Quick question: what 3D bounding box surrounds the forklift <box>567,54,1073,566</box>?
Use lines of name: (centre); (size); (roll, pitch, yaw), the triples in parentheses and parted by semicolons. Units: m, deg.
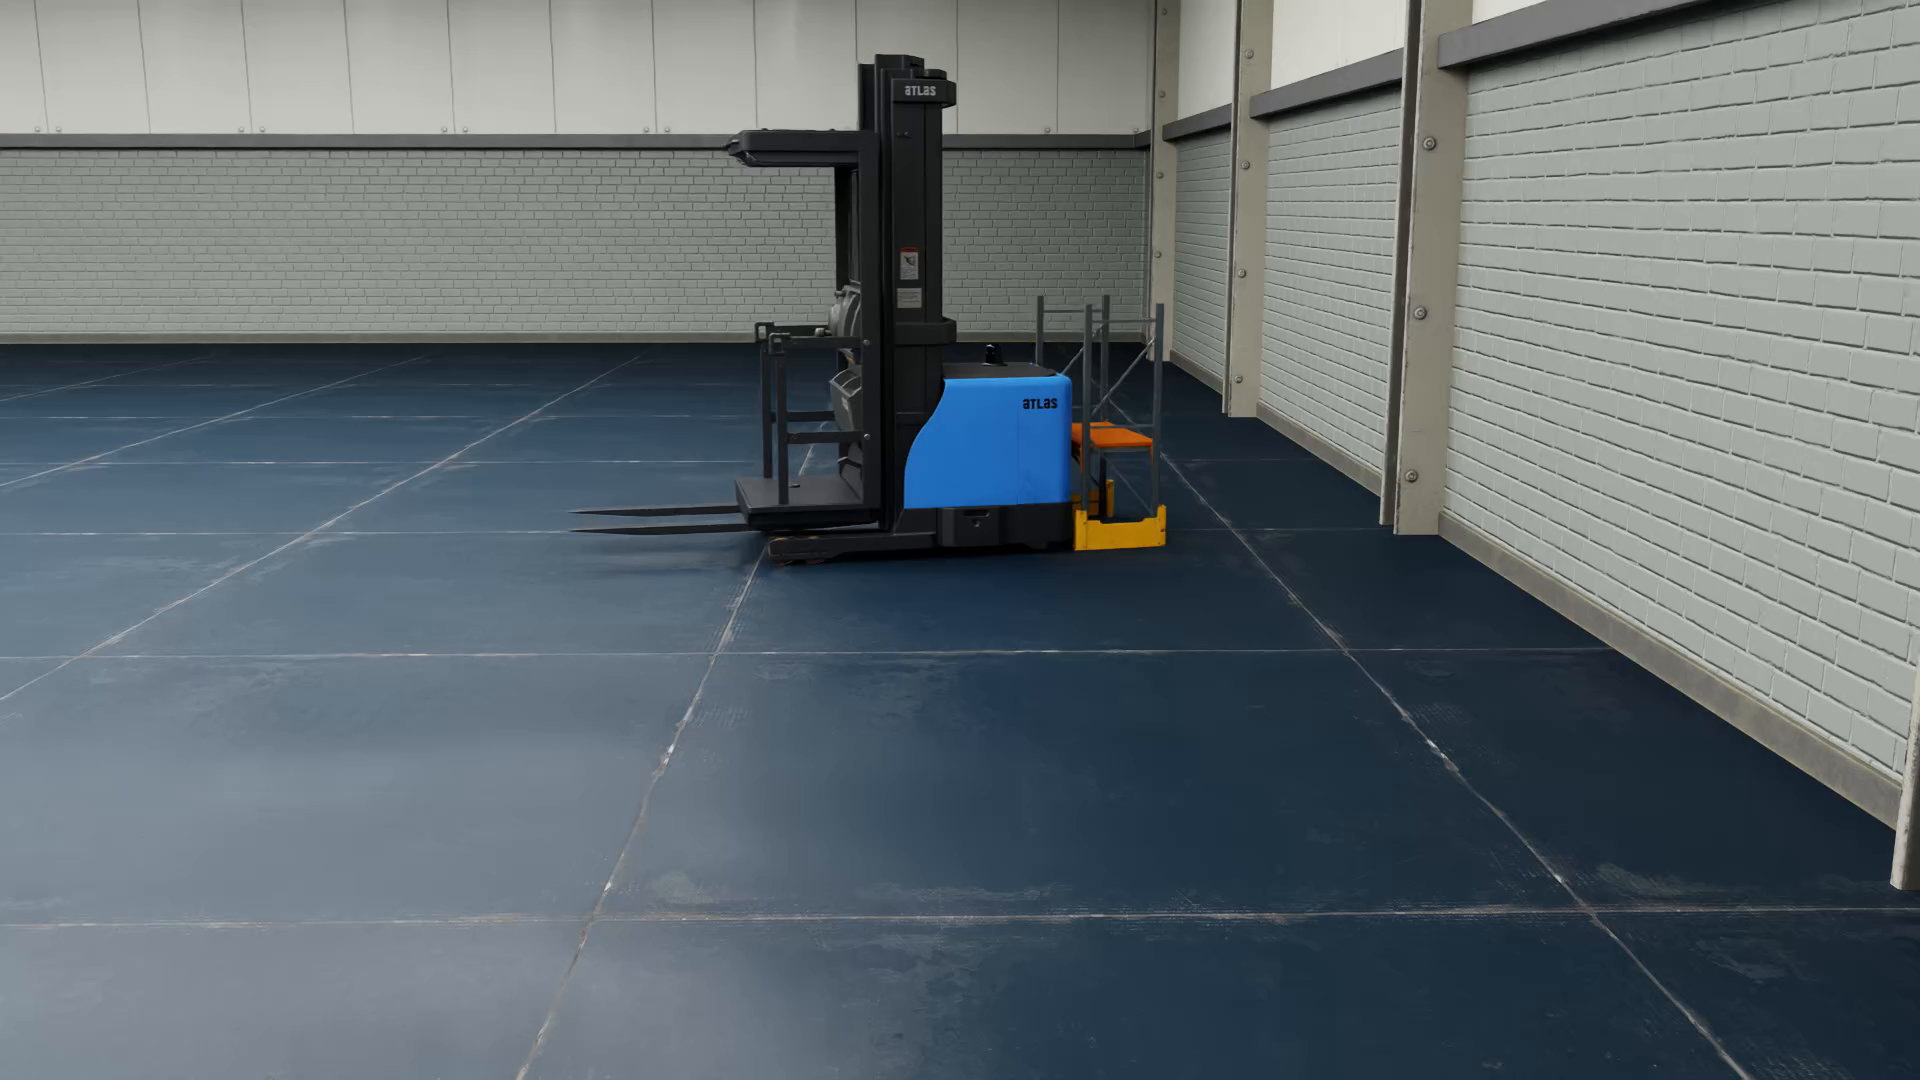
forklift: (-0.878, -1.400, 10.089); (3.031, 2.935, 1.130); (-2, 12, -12)

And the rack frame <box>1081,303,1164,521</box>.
rack frame: (0.992, -0.691, 10.192); (0.500, 1.500, 0.032); (-3, 12, -14)

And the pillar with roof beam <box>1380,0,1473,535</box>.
pillar with roof beam: (-1.342, -4.467, 9.947); (9.100, 9.000, 0.400); (0, 11, -1)

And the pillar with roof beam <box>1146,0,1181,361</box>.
pillar with roof beam: (-1.590, -6.853, 21.705); (9.100, 9.000, 0.400); (0, 11, -1)

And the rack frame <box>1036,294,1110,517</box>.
rack frame: (0.749, -0.887, 11.160); (0.500, 1.500, 0.032); (-3, 12, -14)

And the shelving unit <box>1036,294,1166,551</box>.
shelving unit: (0.873, -0.787, 10.667); (0.587, 1.500, 1.083); (-3, 12, -14)

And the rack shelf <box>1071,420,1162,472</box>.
rack shelf: (0.871, -0.613, 10.712); (0.538, 0.185, 1.000); (-3, 12, -14)

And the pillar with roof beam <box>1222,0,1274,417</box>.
pillar with roof beam: (-1.466, -5.660, 15.826); (9.100, 9.000, 0.400); (0, 11, -1)

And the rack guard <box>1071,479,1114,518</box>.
rack guard: (0.753, -0.271, 11.265); (0.587, 0.250, 0.087); (-3, 12, -14)

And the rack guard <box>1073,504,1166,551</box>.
rack guard: (0.992, -0.079, 10.318); (0.587, 0.250, 0.087); (-3, 12, -14)
